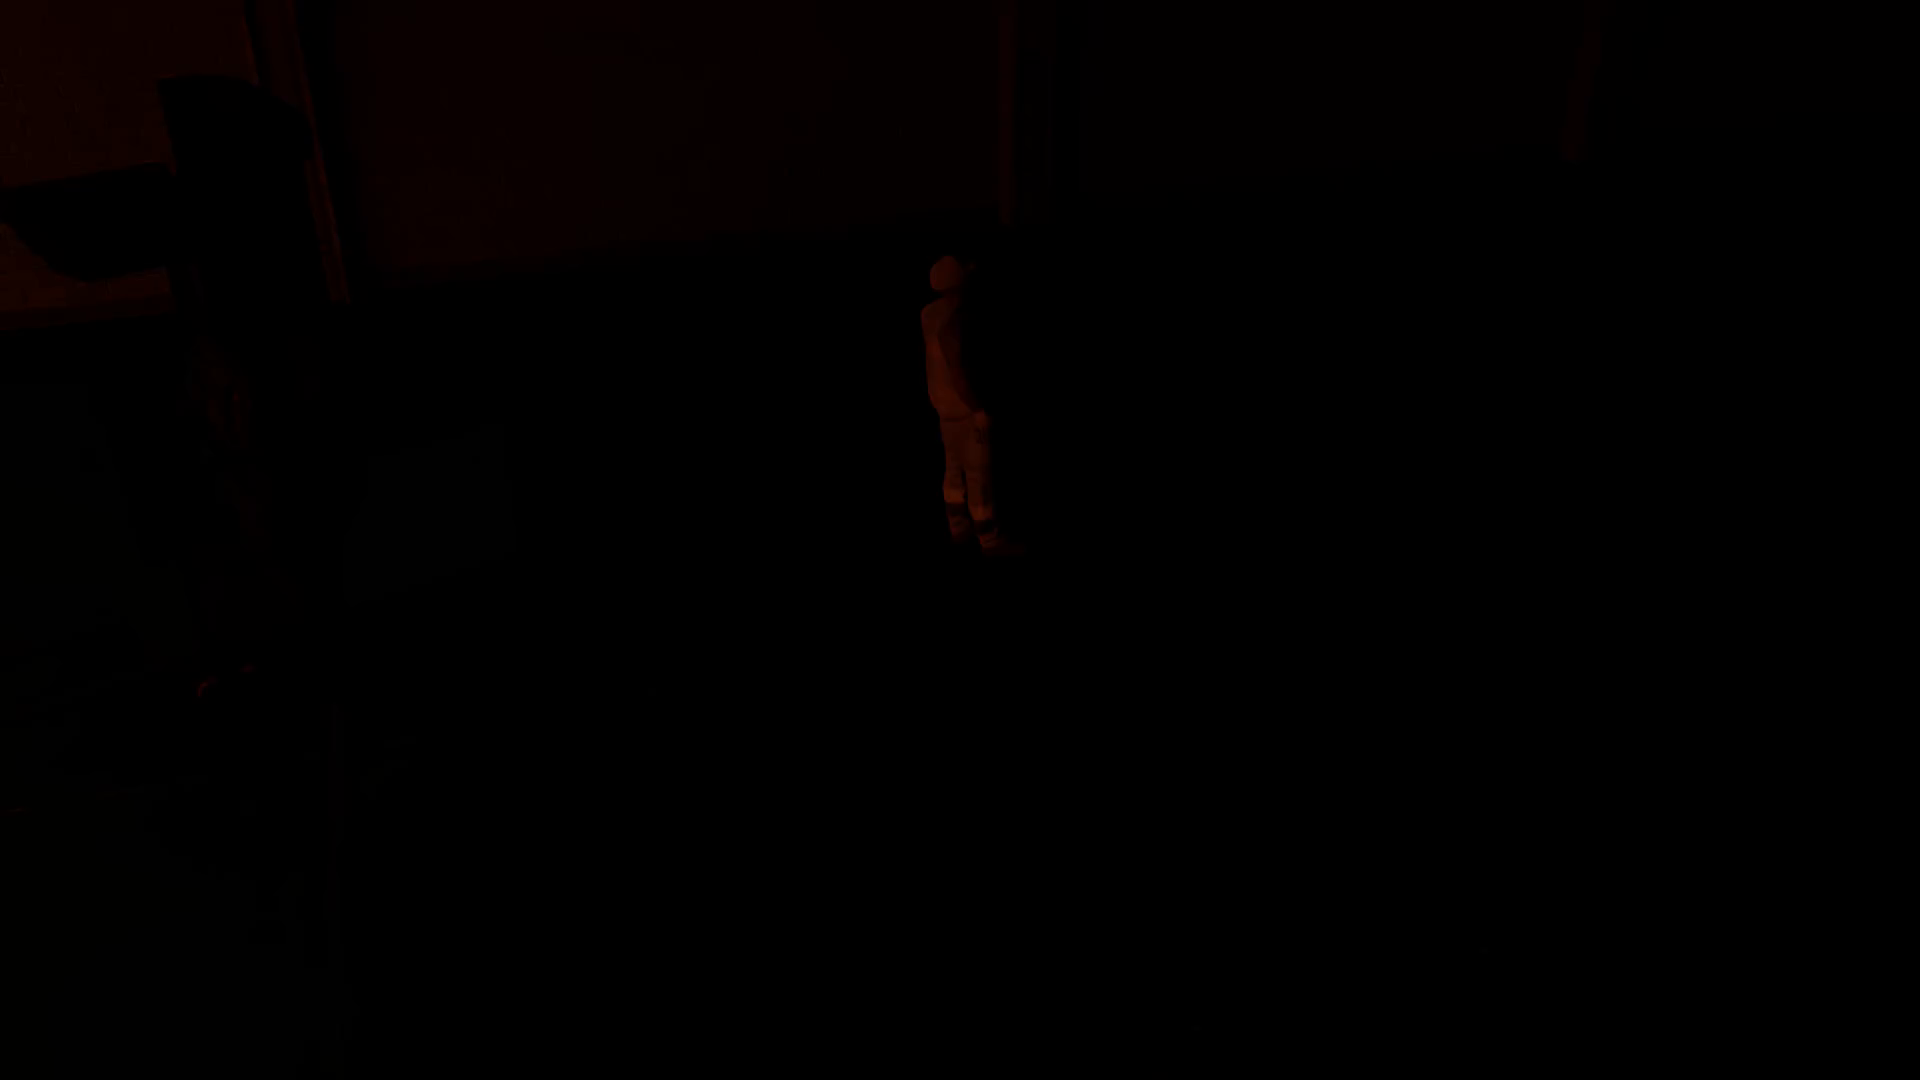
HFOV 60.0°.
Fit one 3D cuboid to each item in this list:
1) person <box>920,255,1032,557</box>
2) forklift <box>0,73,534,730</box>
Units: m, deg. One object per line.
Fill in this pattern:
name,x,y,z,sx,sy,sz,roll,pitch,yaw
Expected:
person,0.080,-0.789,9.589,0.563,1.787,0.637,-10,31,-16
forklift,-3.901,-0.703,8.309,3.031,2.935,1.130,-22,36,-33
